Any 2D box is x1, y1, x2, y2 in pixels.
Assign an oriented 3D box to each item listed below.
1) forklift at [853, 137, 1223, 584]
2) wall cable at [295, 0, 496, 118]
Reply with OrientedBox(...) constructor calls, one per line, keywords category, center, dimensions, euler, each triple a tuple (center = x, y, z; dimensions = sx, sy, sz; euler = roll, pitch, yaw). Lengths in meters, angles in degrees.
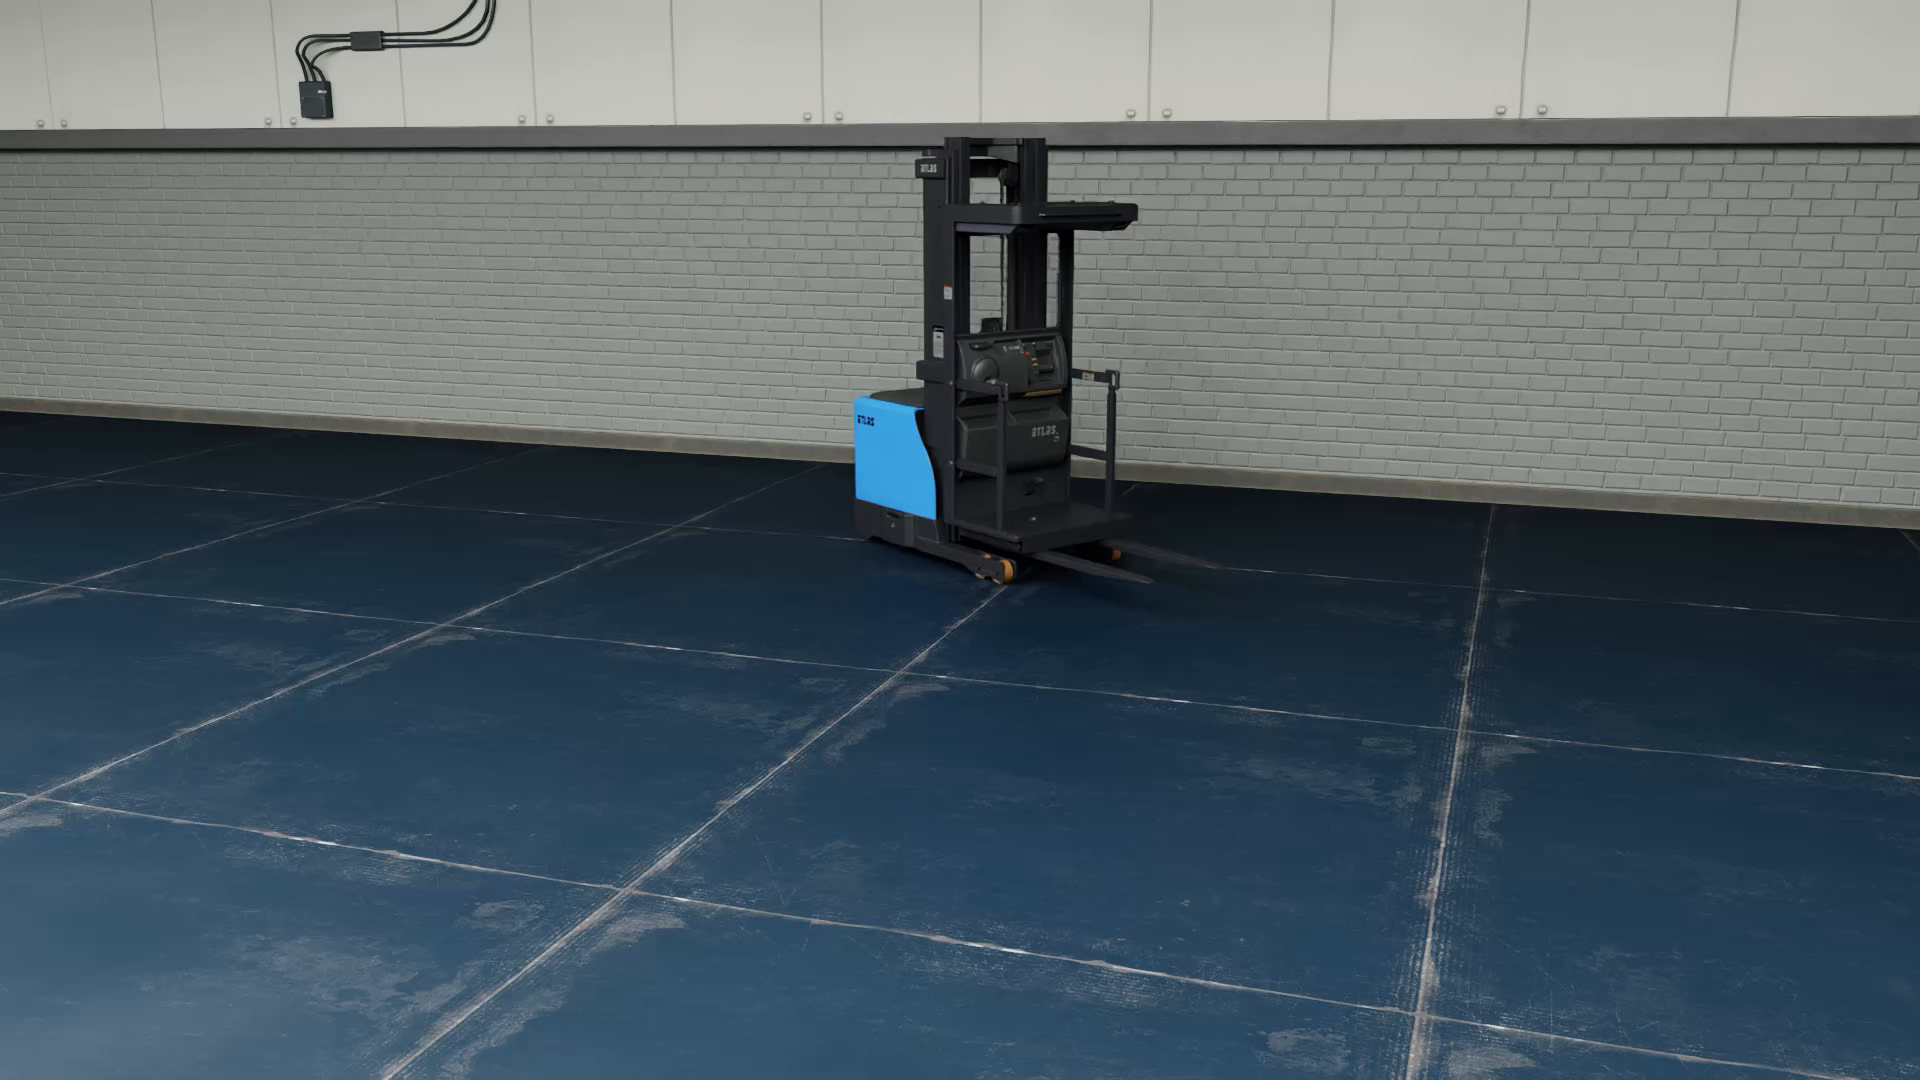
OrientedBox(category="forklift", center=(0.503, -1.256, 11.405), dimensions=(1.130, 2.935, 3.031), euler=(-10, 16, -37))
OrientedBox(category="wall cable", center=(-5.518, -7.098, 15.719), dimensions=(2.305, 6.003, 0.169), euler=(4, 14, 18))
